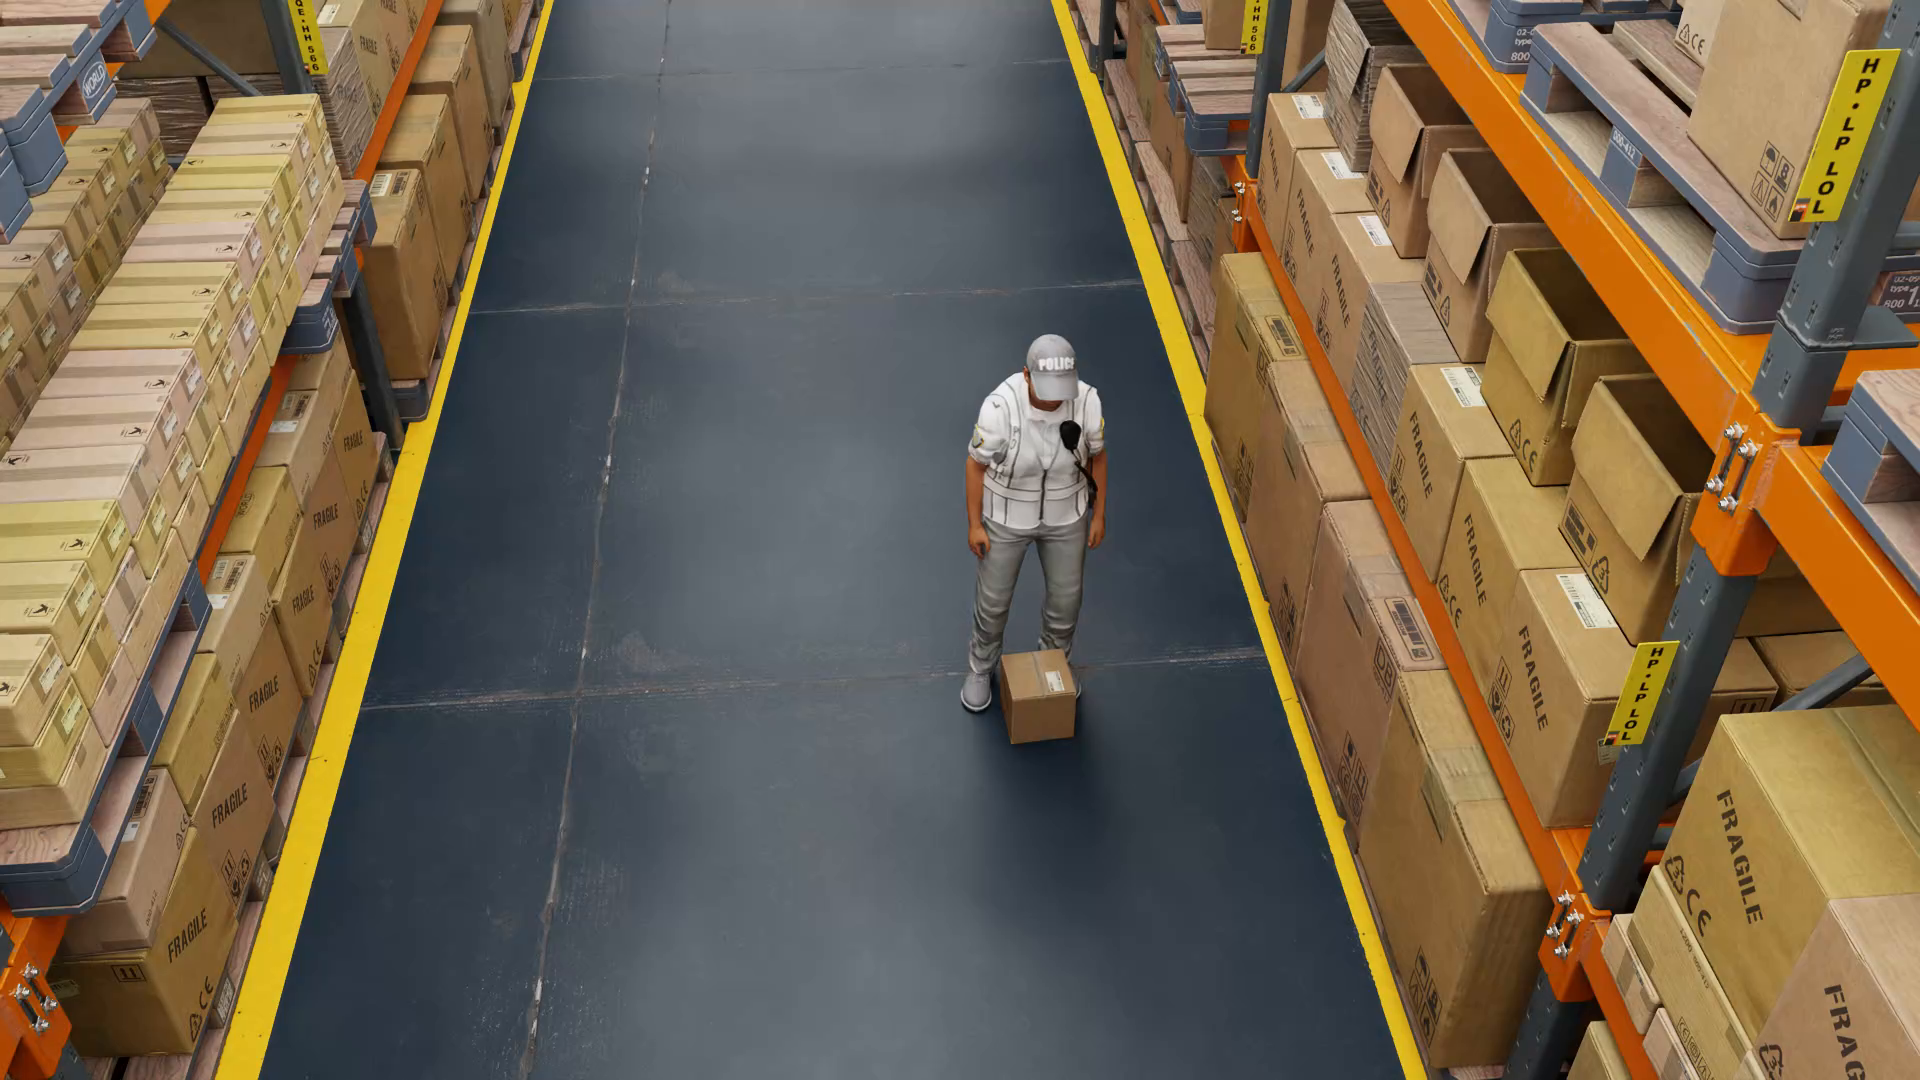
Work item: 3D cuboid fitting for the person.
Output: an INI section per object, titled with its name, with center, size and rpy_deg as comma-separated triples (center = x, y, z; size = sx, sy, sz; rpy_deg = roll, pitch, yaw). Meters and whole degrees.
[person]
center = 0.273, -0.071, 6.236
size = 0.562, 1.667, 0.465
rpy_deg = -5, 40, -6
